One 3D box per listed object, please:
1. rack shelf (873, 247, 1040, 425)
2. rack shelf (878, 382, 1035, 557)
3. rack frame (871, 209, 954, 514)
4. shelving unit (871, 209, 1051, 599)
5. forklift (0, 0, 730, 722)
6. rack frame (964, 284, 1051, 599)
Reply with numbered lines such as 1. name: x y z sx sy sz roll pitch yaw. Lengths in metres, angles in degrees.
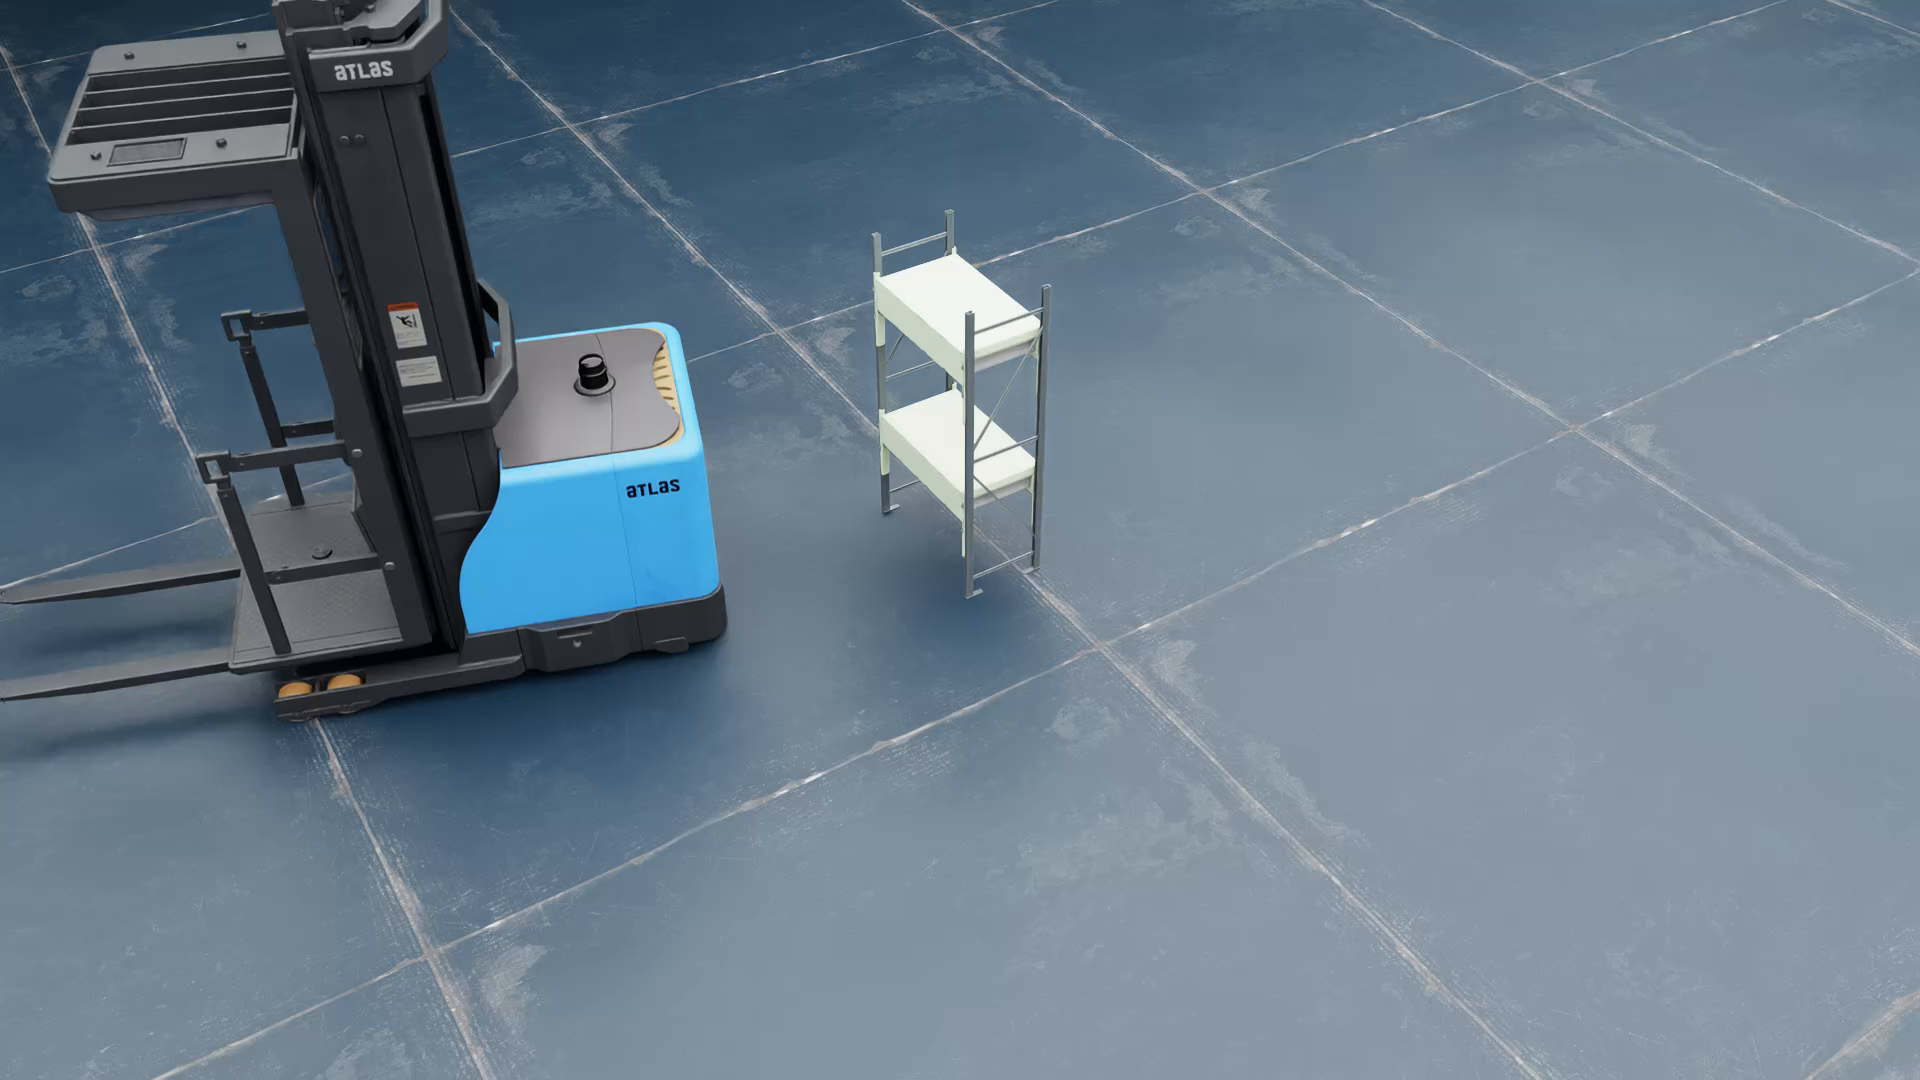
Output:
1. rack shelf: -0.004 -0.880 7.085 0.431 0.370 0.720 -22 45 -24
2. rack shelf: -0.004 -0.329 7.543 0.431 0.370 0.720 -22 45 -24
3. rack frame: -0.200 -0.777 7.572 0.400 1.500 0.023 -22 45 -24
4. shelving unit: -0.004 -0.580 7.335 0.431 1.500 0.755 -22 45 -24
5. forklift: -2.581 -0.749 6.419 3.031 2.935 1.130 -9 41 -11
6. rack frame: 0.193 -0.382 7.098 0.400 1.500 0.023 -22 45 -24
